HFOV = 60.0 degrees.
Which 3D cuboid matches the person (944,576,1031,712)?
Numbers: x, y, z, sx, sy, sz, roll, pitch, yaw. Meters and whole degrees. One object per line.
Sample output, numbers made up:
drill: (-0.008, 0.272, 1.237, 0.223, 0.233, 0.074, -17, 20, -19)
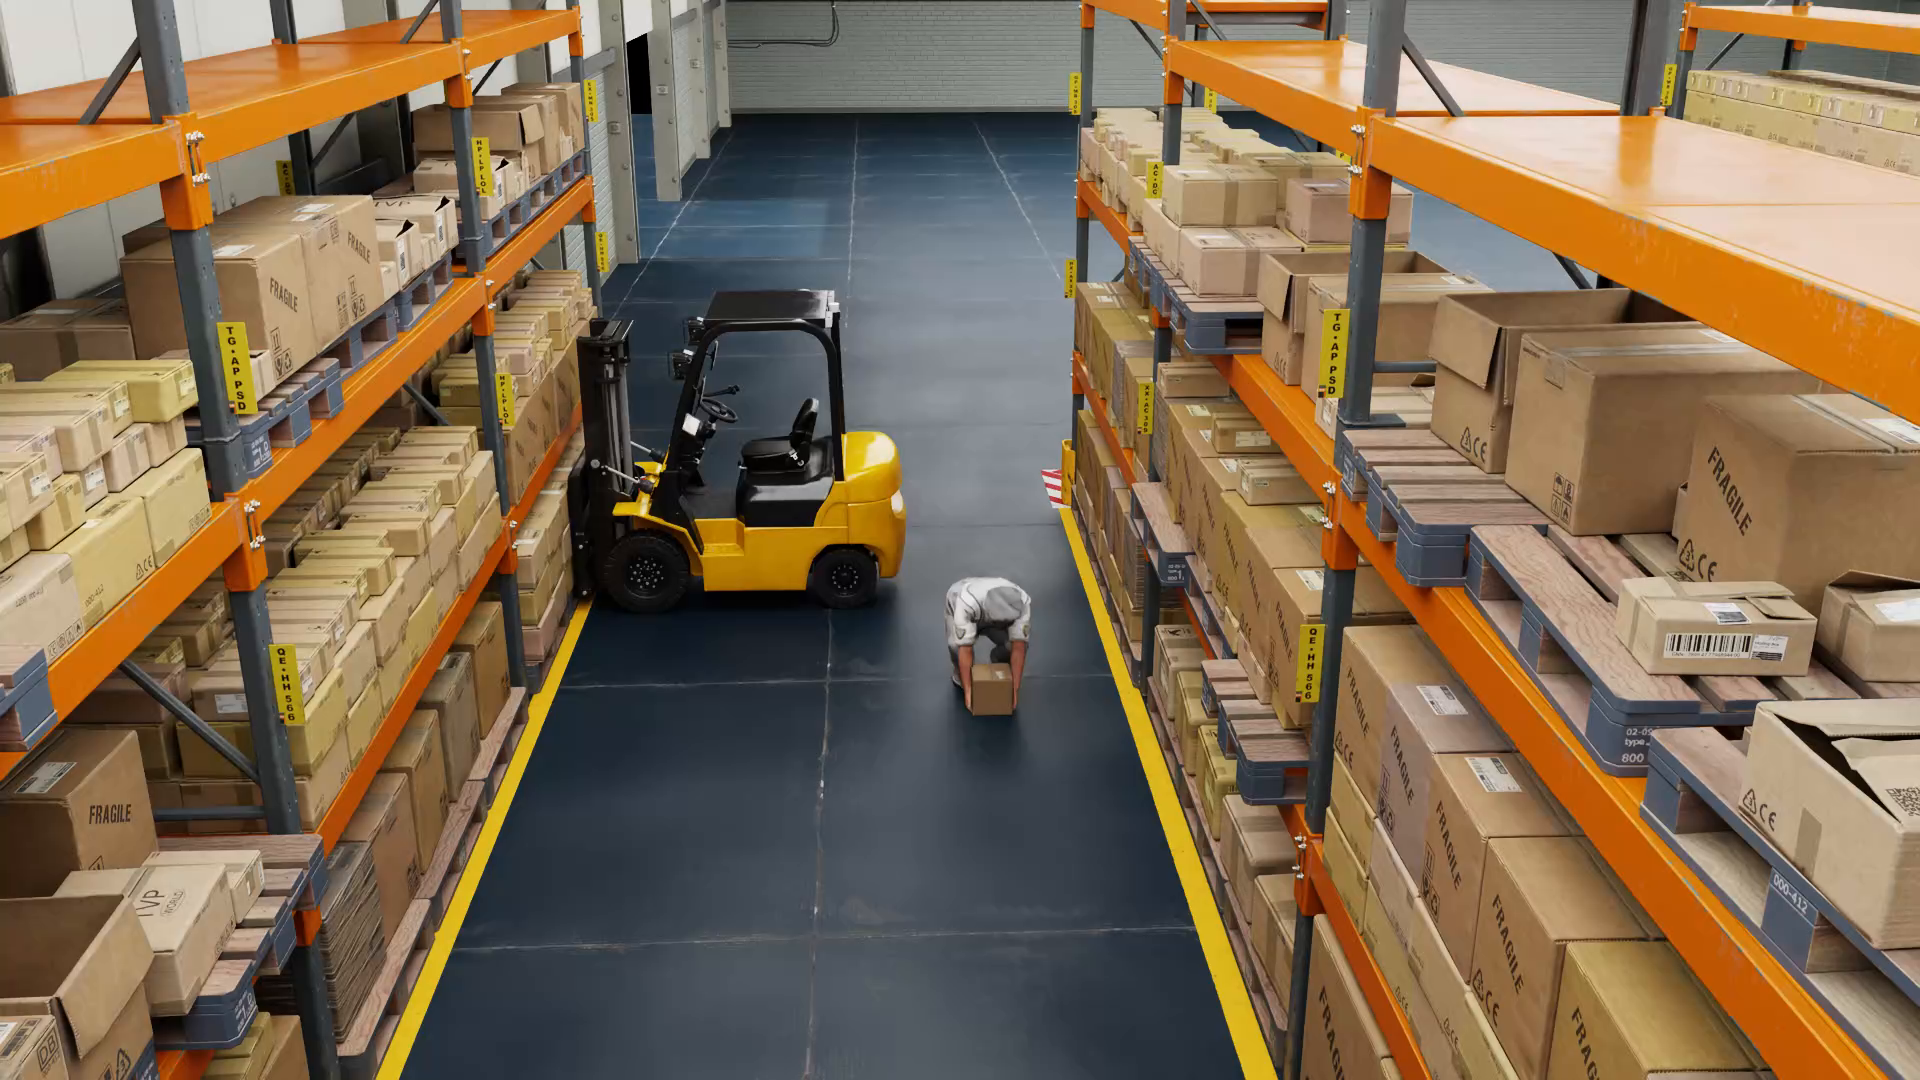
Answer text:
person: (0.176, 0.600, 10.843, 0.539, 0.899, 0.976, -2, 20, -7)
